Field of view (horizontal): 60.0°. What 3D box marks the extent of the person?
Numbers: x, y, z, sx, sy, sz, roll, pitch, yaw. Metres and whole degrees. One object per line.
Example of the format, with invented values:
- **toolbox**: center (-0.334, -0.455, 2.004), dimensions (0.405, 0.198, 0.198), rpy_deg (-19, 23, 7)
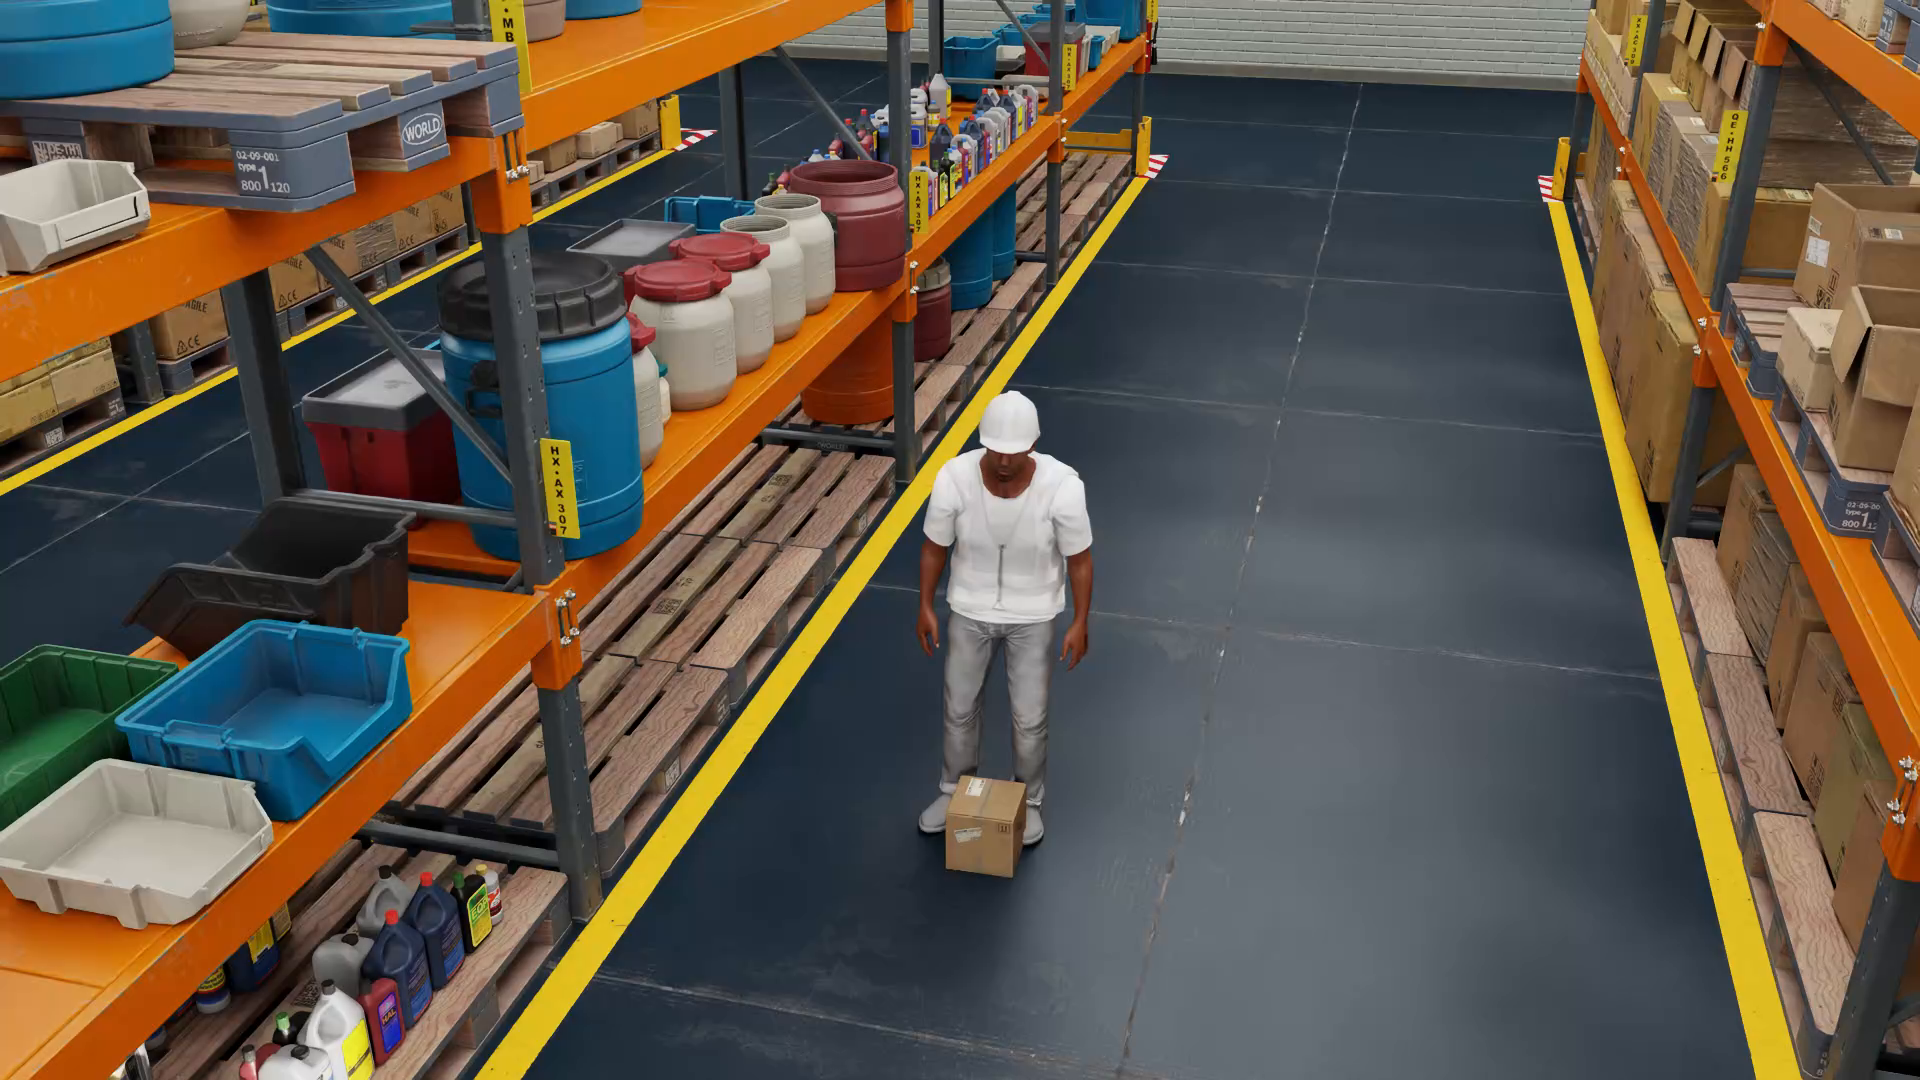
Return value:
- **person**: center (0.154, 0.280, 5.998), dimensions (0.633, 1.755, 0.461), rpy_deg (5, 26, 10)
